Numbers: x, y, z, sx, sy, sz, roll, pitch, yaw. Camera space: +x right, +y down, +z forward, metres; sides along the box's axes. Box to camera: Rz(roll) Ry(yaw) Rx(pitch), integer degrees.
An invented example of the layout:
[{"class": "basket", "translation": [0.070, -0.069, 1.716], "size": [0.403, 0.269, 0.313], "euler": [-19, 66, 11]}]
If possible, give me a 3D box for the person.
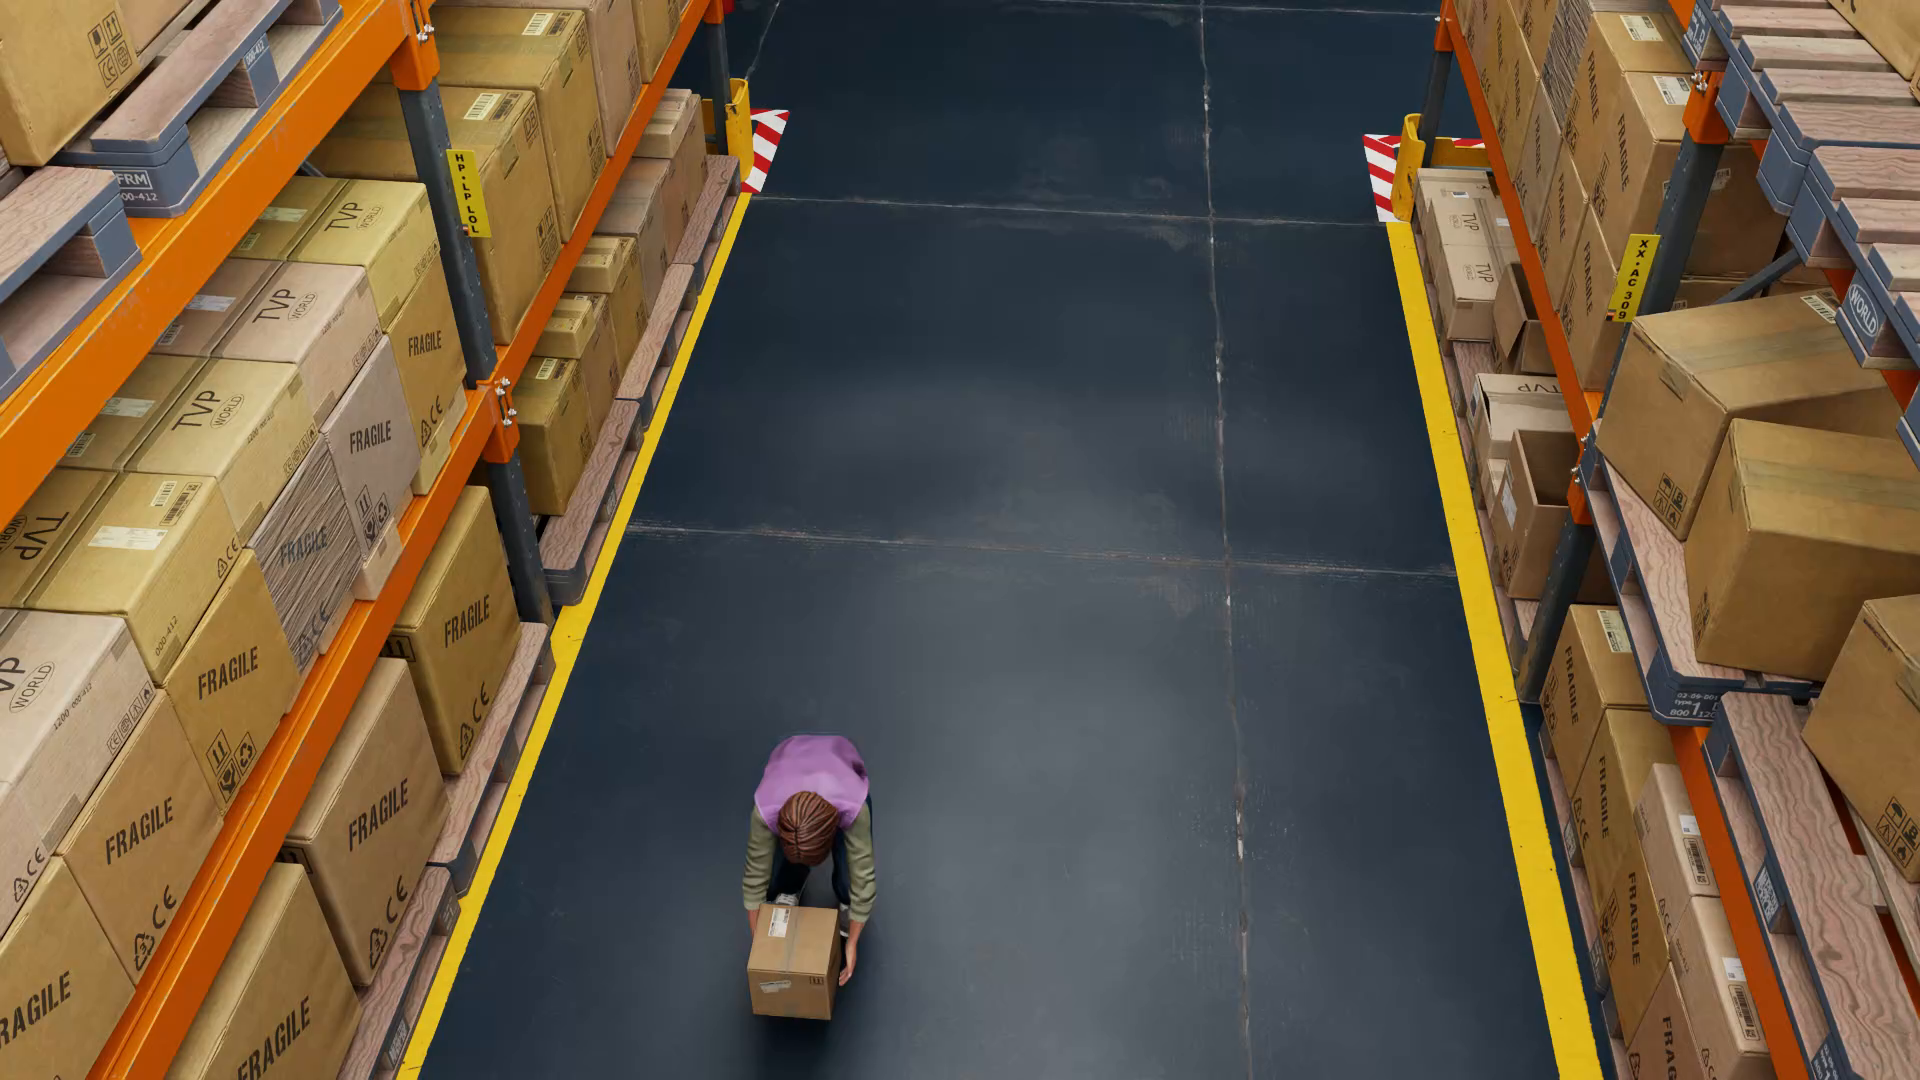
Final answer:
[{"class": "person", "translation": [-0.476, 0.990, 5.502], "size": [0.452, 0.961, 0.782], "euler": [3, 41, 4]}]
